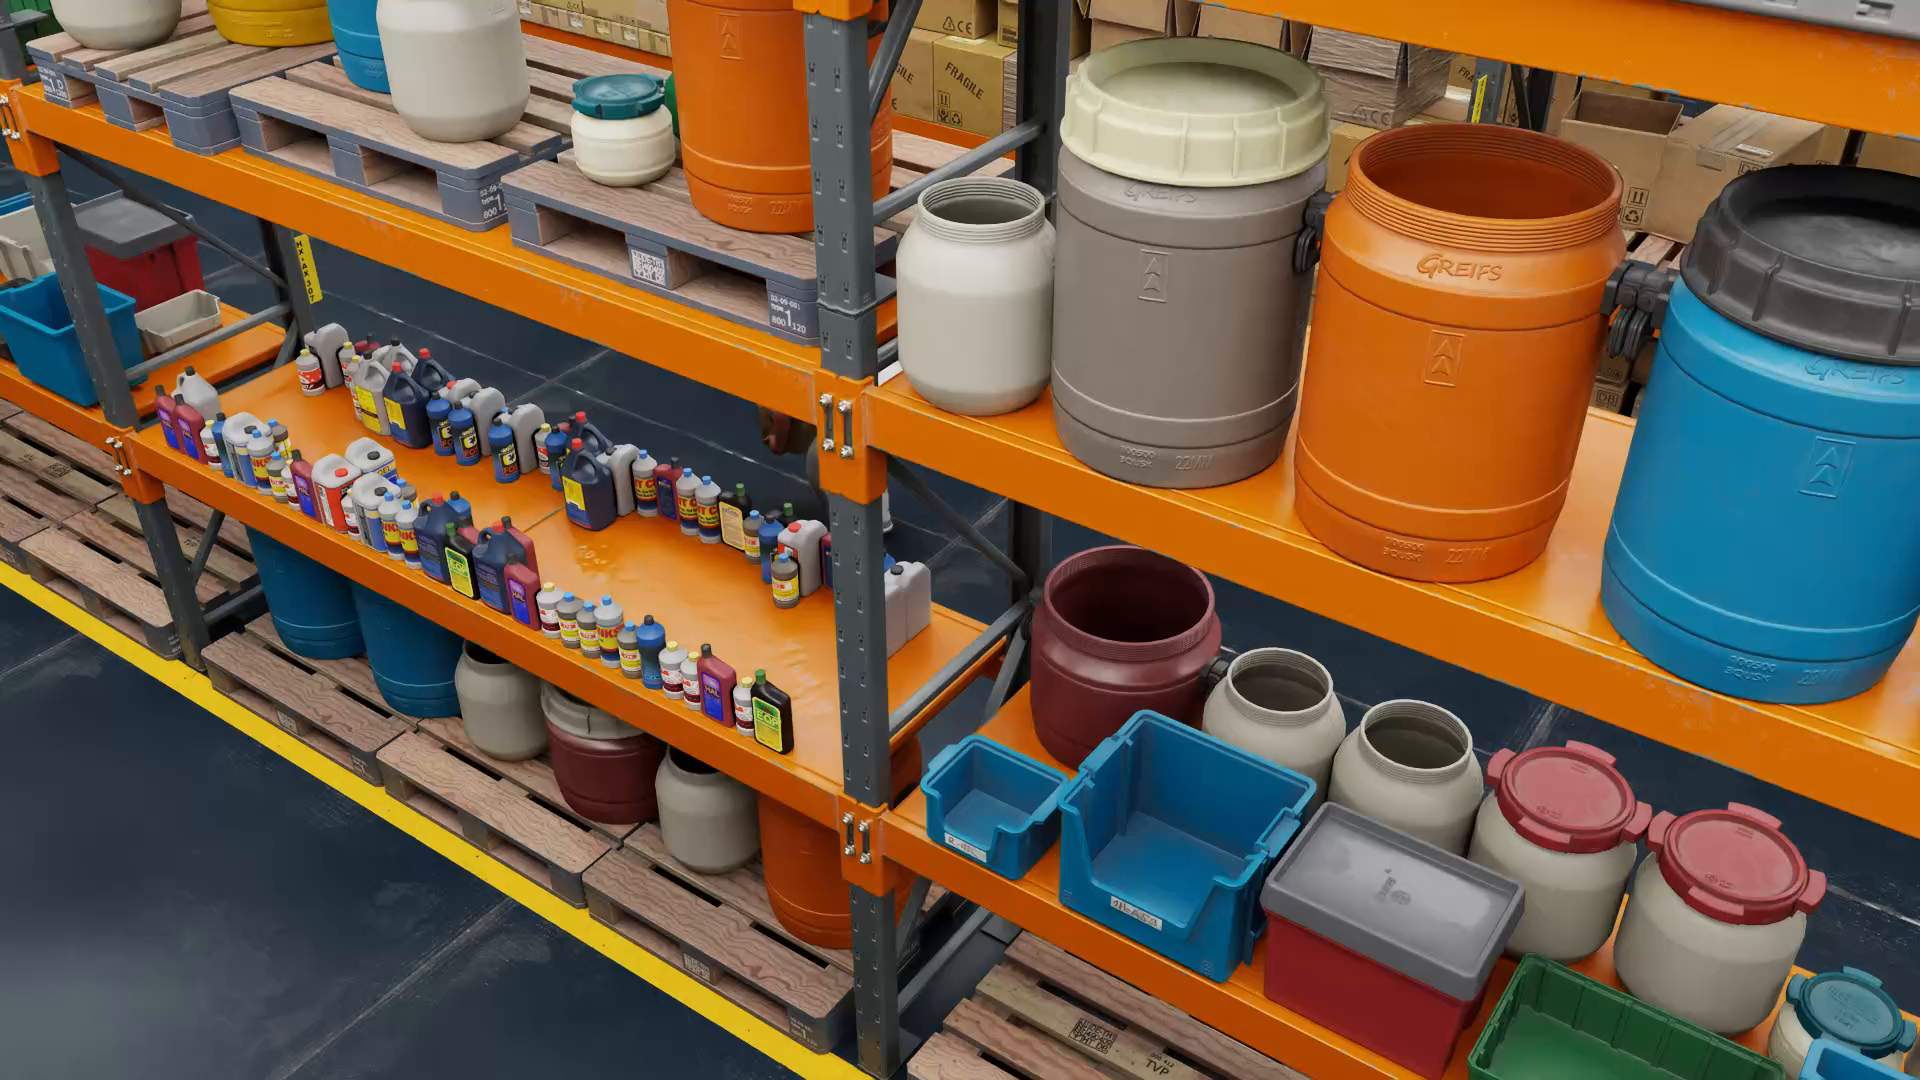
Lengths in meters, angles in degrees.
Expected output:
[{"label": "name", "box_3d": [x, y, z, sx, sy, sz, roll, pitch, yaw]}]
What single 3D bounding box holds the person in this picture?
[{"label": "person", "box_3d": [-0.710, -0.630, 8.426, 0.987, 1.342, 0.487, 20, 39, 27]}]
